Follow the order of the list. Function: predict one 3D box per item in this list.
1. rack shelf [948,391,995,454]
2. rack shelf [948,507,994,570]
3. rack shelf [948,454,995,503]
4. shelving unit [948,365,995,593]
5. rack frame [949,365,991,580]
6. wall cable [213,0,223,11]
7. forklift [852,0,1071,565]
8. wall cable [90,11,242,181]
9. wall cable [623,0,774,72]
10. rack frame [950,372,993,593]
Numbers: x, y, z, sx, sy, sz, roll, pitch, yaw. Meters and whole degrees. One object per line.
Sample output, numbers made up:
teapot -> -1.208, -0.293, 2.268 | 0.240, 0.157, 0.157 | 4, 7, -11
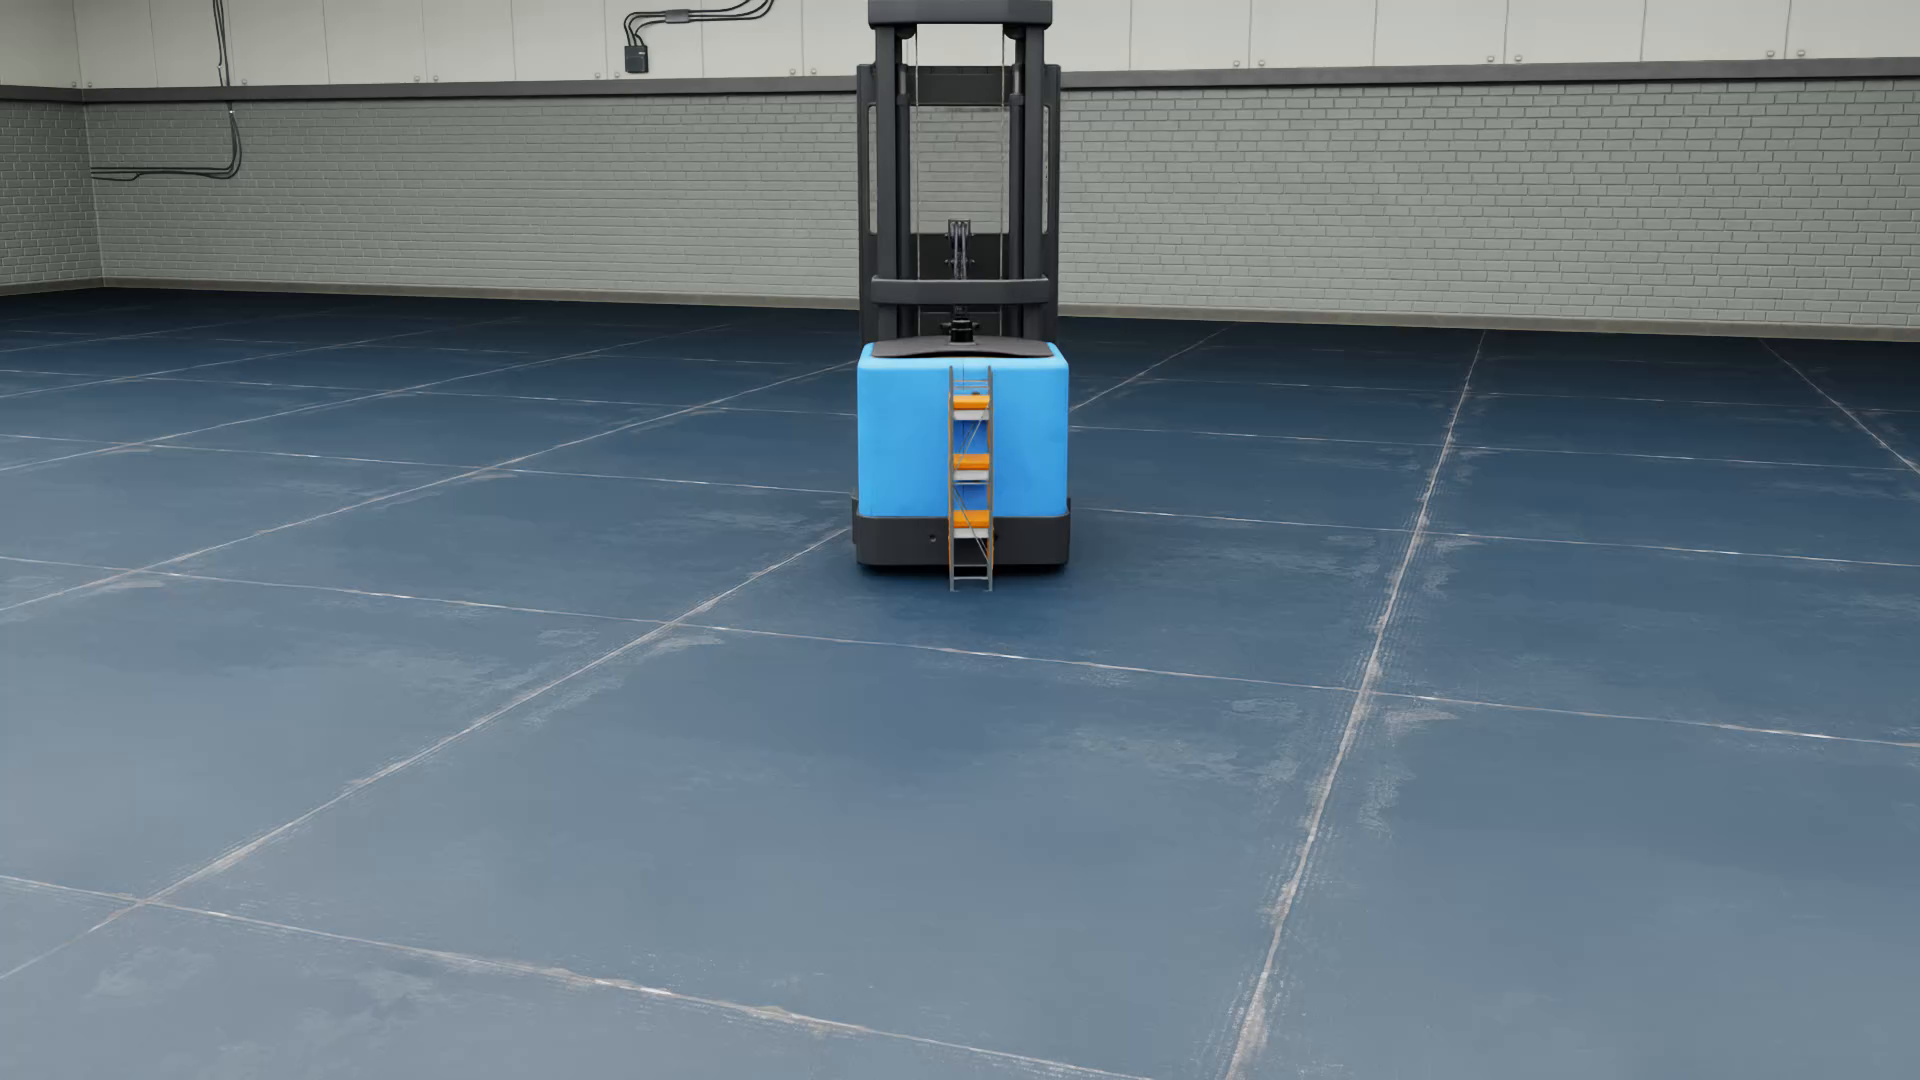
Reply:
rack shelf -> 0.051, -0.556, 7.839 | 0.215, 0.259, 0.240 | 0, 13, -1
rack shelf -> 0.051, -0.009, 7.964 | 0.215, 0.259, 0.240 | 0, 13, -1
rack shelf -> 0.051, -0.280, 7.902 | 0.215, 0.259, 0.240 | 0, 13, -1
shelving unit -> 0.051, -0.290, 7.899 | 0.215, 1.050, 0.252 | 0, 13, -1
rack frame -> 0.049, -0.317, 8.018 | 0.200, 1.050, 0.008 | 0, 13, -1
wall cable -> -9.971, -9.142, 24.448 | 3.097, 2.526, 0.112 | 4, 14, 18
forklift -> -0.013, -1.573, 9.293 | 1.130, 2.935, 3.031 | 0, 13, -1
wall cable -> -12.531, -6.875, 25.864 | 3.097, 2.526, 0.112 | 4, 14, 18
wall cable -> -3.553, -9.360, 22.131 | 2.305, 6.003, 0.169 | 4, 14, 18
rack frame -> 0.054, -0.263, 7.780 | 0.200, 1.050, 0.008 | 0, 13, -1
